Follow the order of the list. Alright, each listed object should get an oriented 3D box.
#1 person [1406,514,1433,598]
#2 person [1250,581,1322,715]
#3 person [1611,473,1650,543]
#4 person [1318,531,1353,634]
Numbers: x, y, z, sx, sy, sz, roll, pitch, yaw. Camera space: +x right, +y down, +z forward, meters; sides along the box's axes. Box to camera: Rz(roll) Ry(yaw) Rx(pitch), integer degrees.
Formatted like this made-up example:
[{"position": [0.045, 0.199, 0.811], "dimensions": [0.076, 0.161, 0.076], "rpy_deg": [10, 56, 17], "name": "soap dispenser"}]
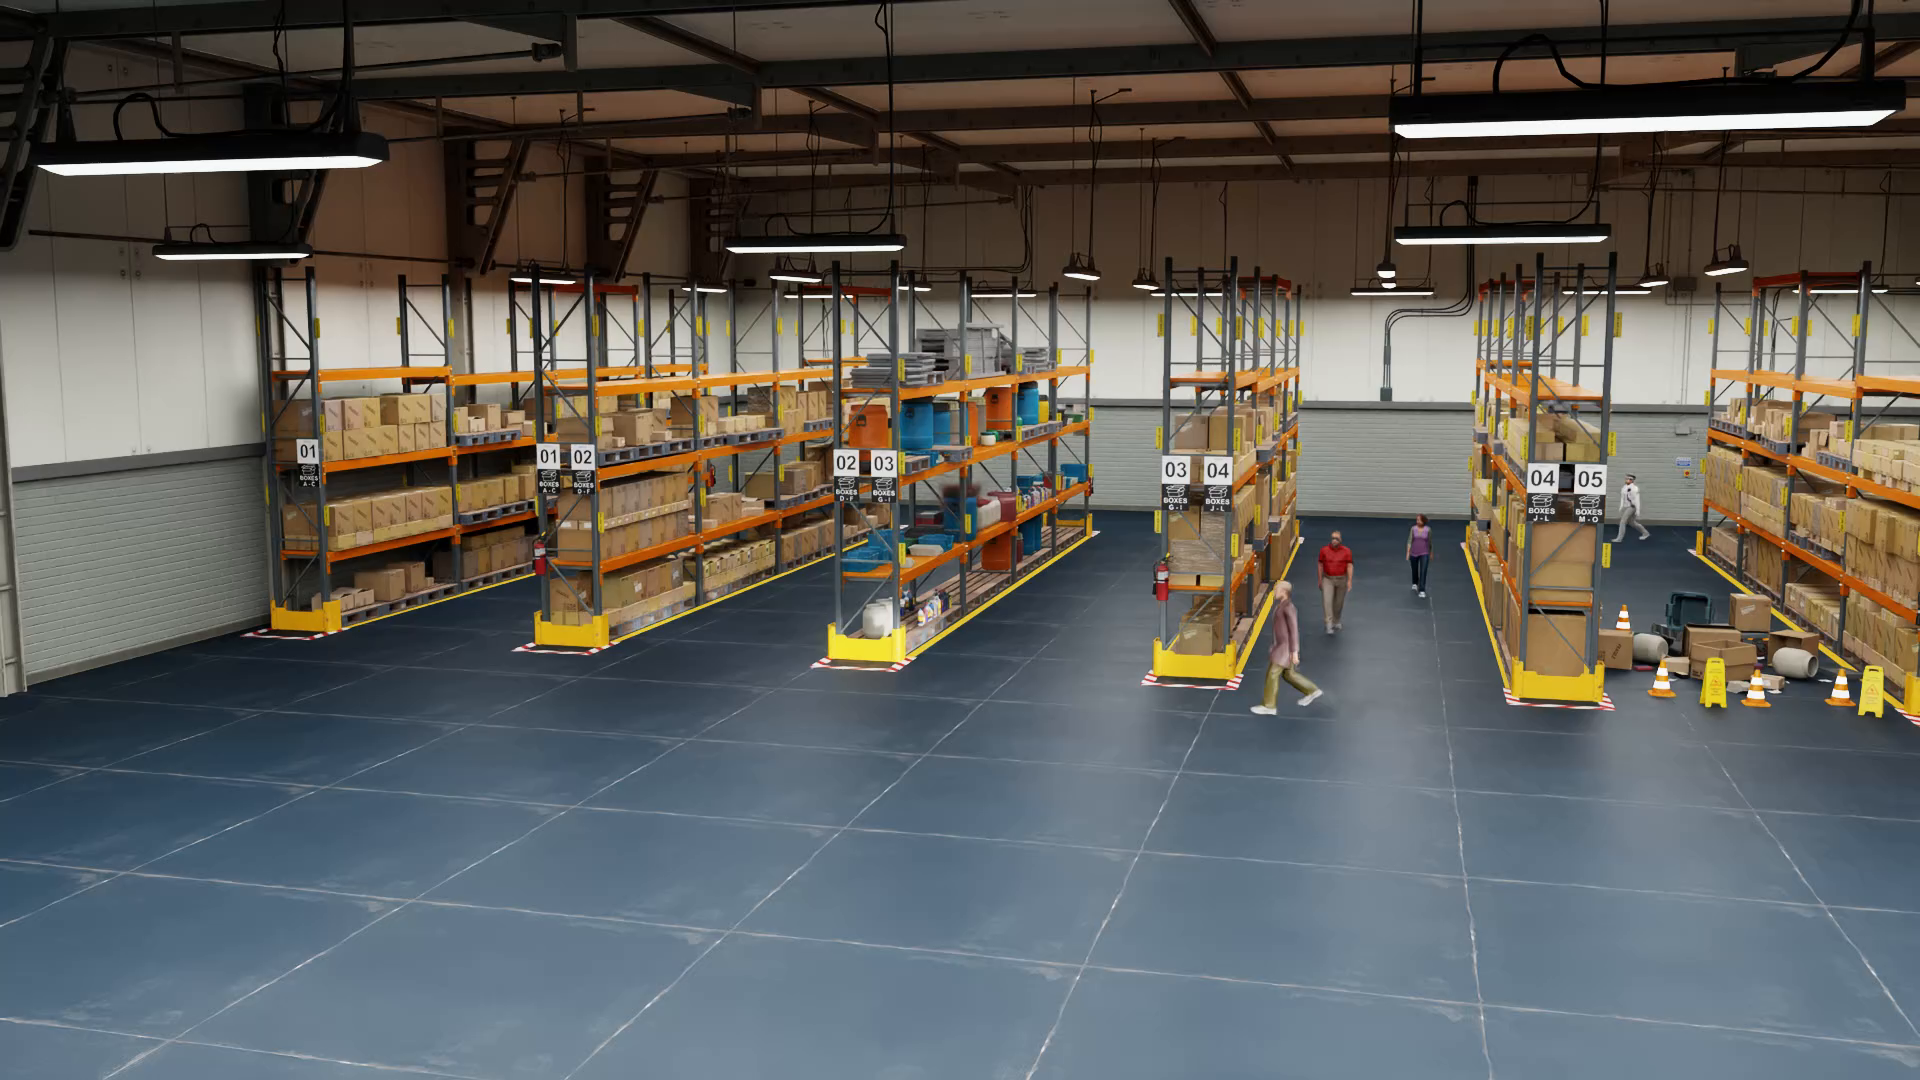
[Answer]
[{"position": [8.649, 0.264, 31.268], "dimensions": [0.505, 1.537, 0.994], "rpy_deg": [2, 7, 13], "name": "person"}, {"position": [4.277, 1.393, 21.634], "dimensions": [1.078, 1.737, 0.580], "rpy_deg": [-2, 7, -12], "name": "person"}, {"position": [15.728, -0.762, 38.964], "dimensions": [0.971, 1.634, 0.481], "rpy_deg": [0, 7, -2], "name": "person"}, {"position": [6.172, 0.690, 27.319], "dimensions": [0.554, 1.669, 1.046], "rpy_deg": [1, 7, 7], "name": "person"}]
